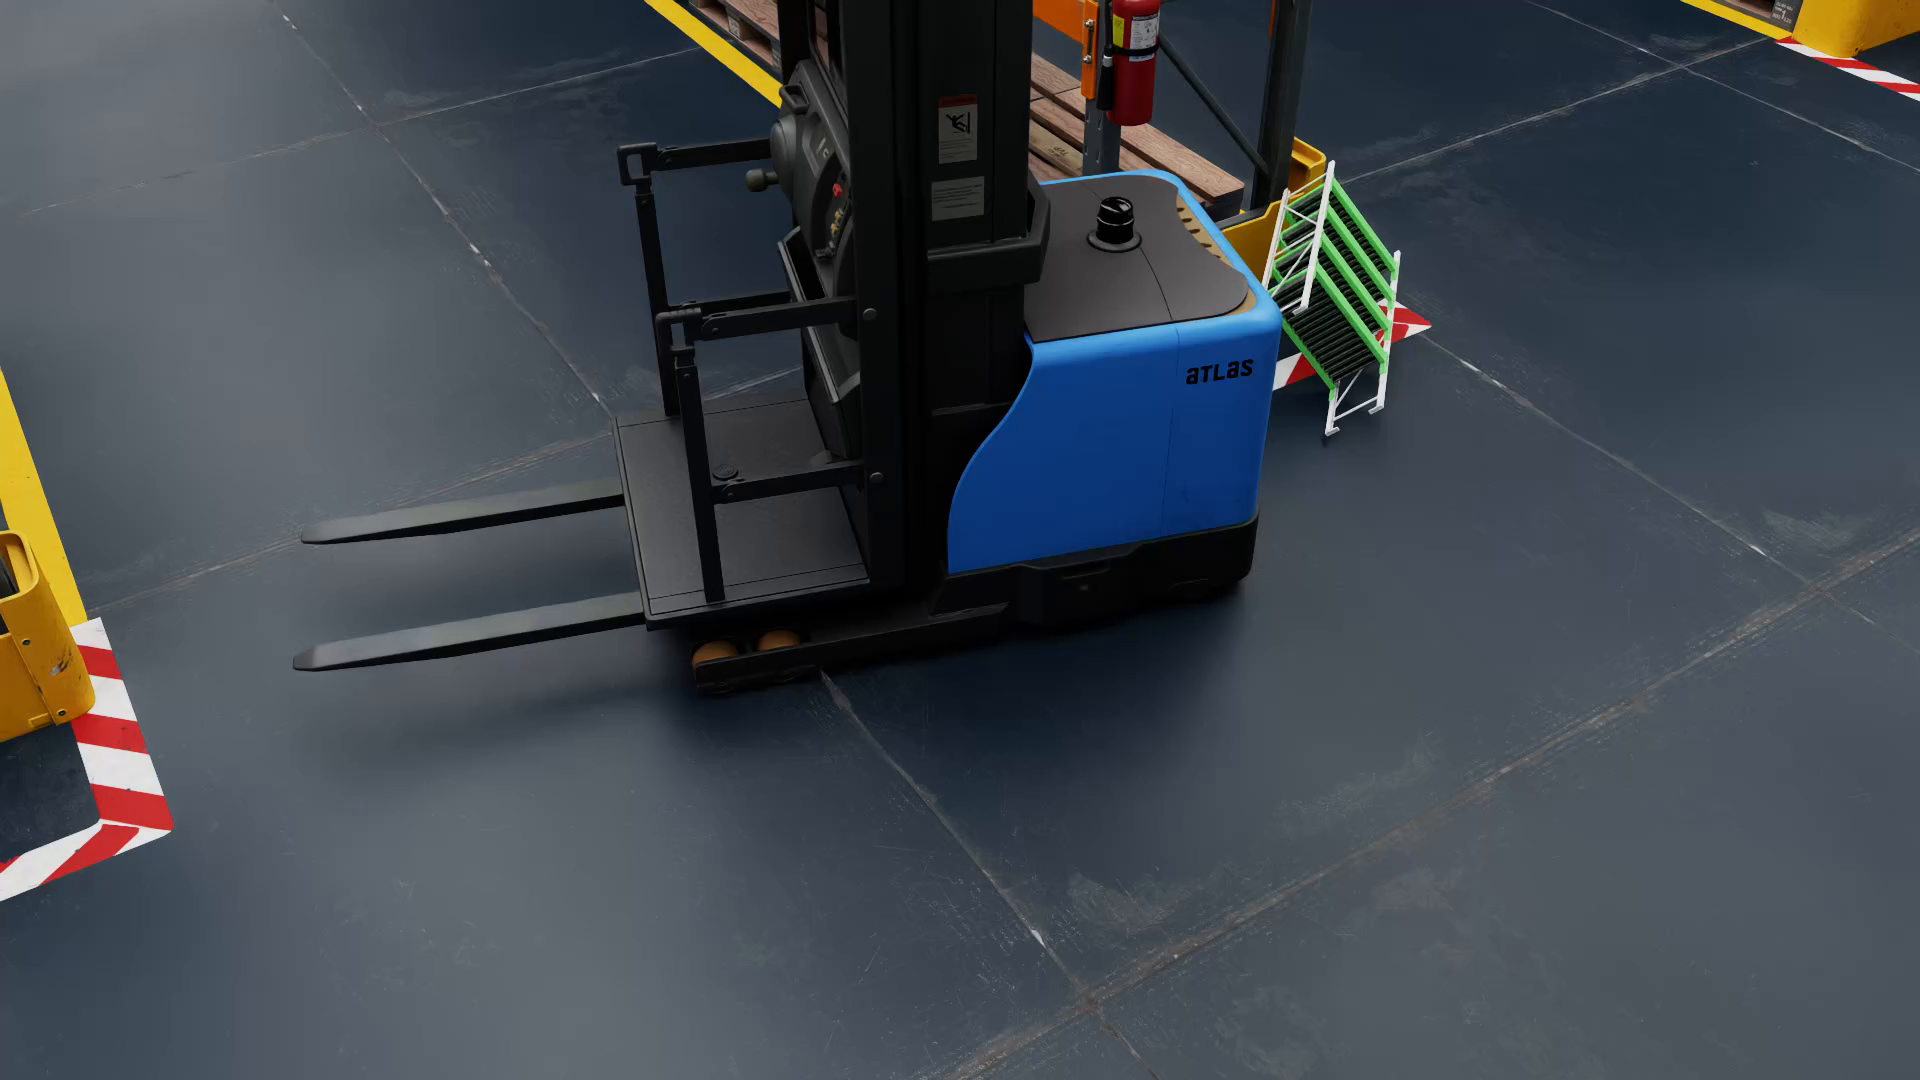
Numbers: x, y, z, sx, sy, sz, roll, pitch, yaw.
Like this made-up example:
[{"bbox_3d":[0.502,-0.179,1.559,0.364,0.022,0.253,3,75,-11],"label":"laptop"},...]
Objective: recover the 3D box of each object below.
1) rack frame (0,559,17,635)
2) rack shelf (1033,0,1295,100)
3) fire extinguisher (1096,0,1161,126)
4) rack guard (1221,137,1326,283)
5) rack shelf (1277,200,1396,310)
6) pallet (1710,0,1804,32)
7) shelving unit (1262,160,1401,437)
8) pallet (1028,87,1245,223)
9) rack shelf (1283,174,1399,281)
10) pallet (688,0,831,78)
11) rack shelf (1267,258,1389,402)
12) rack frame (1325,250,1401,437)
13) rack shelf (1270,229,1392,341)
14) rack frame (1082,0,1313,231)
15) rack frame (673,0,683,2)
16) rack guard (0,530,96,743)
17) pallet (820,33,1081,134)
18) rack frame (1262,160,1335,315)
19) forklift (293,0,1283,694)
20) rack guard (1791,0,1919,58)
[{"bbox_3d":[-3.249,-0.534,4.047,1.000,3.000,0.127,-22,45,-24],"label":"rack frame"},{"bbox_3d":[-0.148,-3.042,7.619,1.077,0.370,4.000,-22,45,-24],"label":"rack shelf"},{"bbox_3d":[0.625,-1.828,5.952,0.296,0.674,0.183,-22,45,-24],"label":"fire extinguisher"},{"bbox_3d":[0.951,-1.270,6.883,1.175,0.500,0.348,-22,45,-24],"label":"rack guard"},{"bbox_3d":[1.484,-1.071,6.599,0.258,0.480,0.148,-29,24,34],"label":"rack shelf"},{"bbox_3d":[4.635,-3.341,9.595,1.003,0.211,1.213,-22,45,-24],"label":"pallet"},{"bbox_3d":[1.440,-0.965,6.465,0.258,0.503,1.200,-29,24,34],"label":"shelving unit"},{"bbox_3d":[0.517,-1.626,7.536,1.003,0.211,1.213,-22,45,-24],"label":"pallet"},{"bbox_3d":[1.545,-1.215,6.781,0.258,0.480,0.148,-29,24,34],"label":"rack shelf"},{"bbox_3d":[-0.795,-2.943,9.117,1.003,0.211,1.213,-22,45,-24],"label":"pallet"},{"bbox_3d":[1.363,-0.783,6.235,0.258,0.480,0.148,-29,24,34],"label":"rack shelf"},{"bbox_3d":[1.595,-0.796,6.548,0.240,0.015,1.200,-29,24,34],"label":"rack frame"},{"bbox_3d":[1.424,-0.927,6.417,0.258,0.480,0.148,-29,24,34],"label":"rack shelf"},{"bbox_3d":[0.927,-2.238,6.093,1.000,3.000,0.127,-22,45,-24],"label":"rack frame"},{"bbox_3d":[-1.224,-4.397,8.684,1.000,3.000,0.127,-22,45,-24],"label":"rack frame"},{"bbox_3d":[-3.236,0.440,4.832,1.175,0.500,0.348,-22,45,-24],"label":"rack guard"},{"bbox_3d":[-0.135,-2.284,8.325,1.003,0.211,1.213,-22,45,-24],"label":"pallet"},{"bbox_3d":[1.285,-1.135,6.383,0.240,0.015,1.200,-29,24,34],"label":"rack frame"},{"bbox_3d":[-0.603,-1.025,4.690,3.031,2.935,1.130,-10,41,-11],"label":"forklift"},{"bbox_3d":[5.065,-3.022,8.986,1.175,0.500,0.348,-22,45,-24],"label":"rack guard"}]
